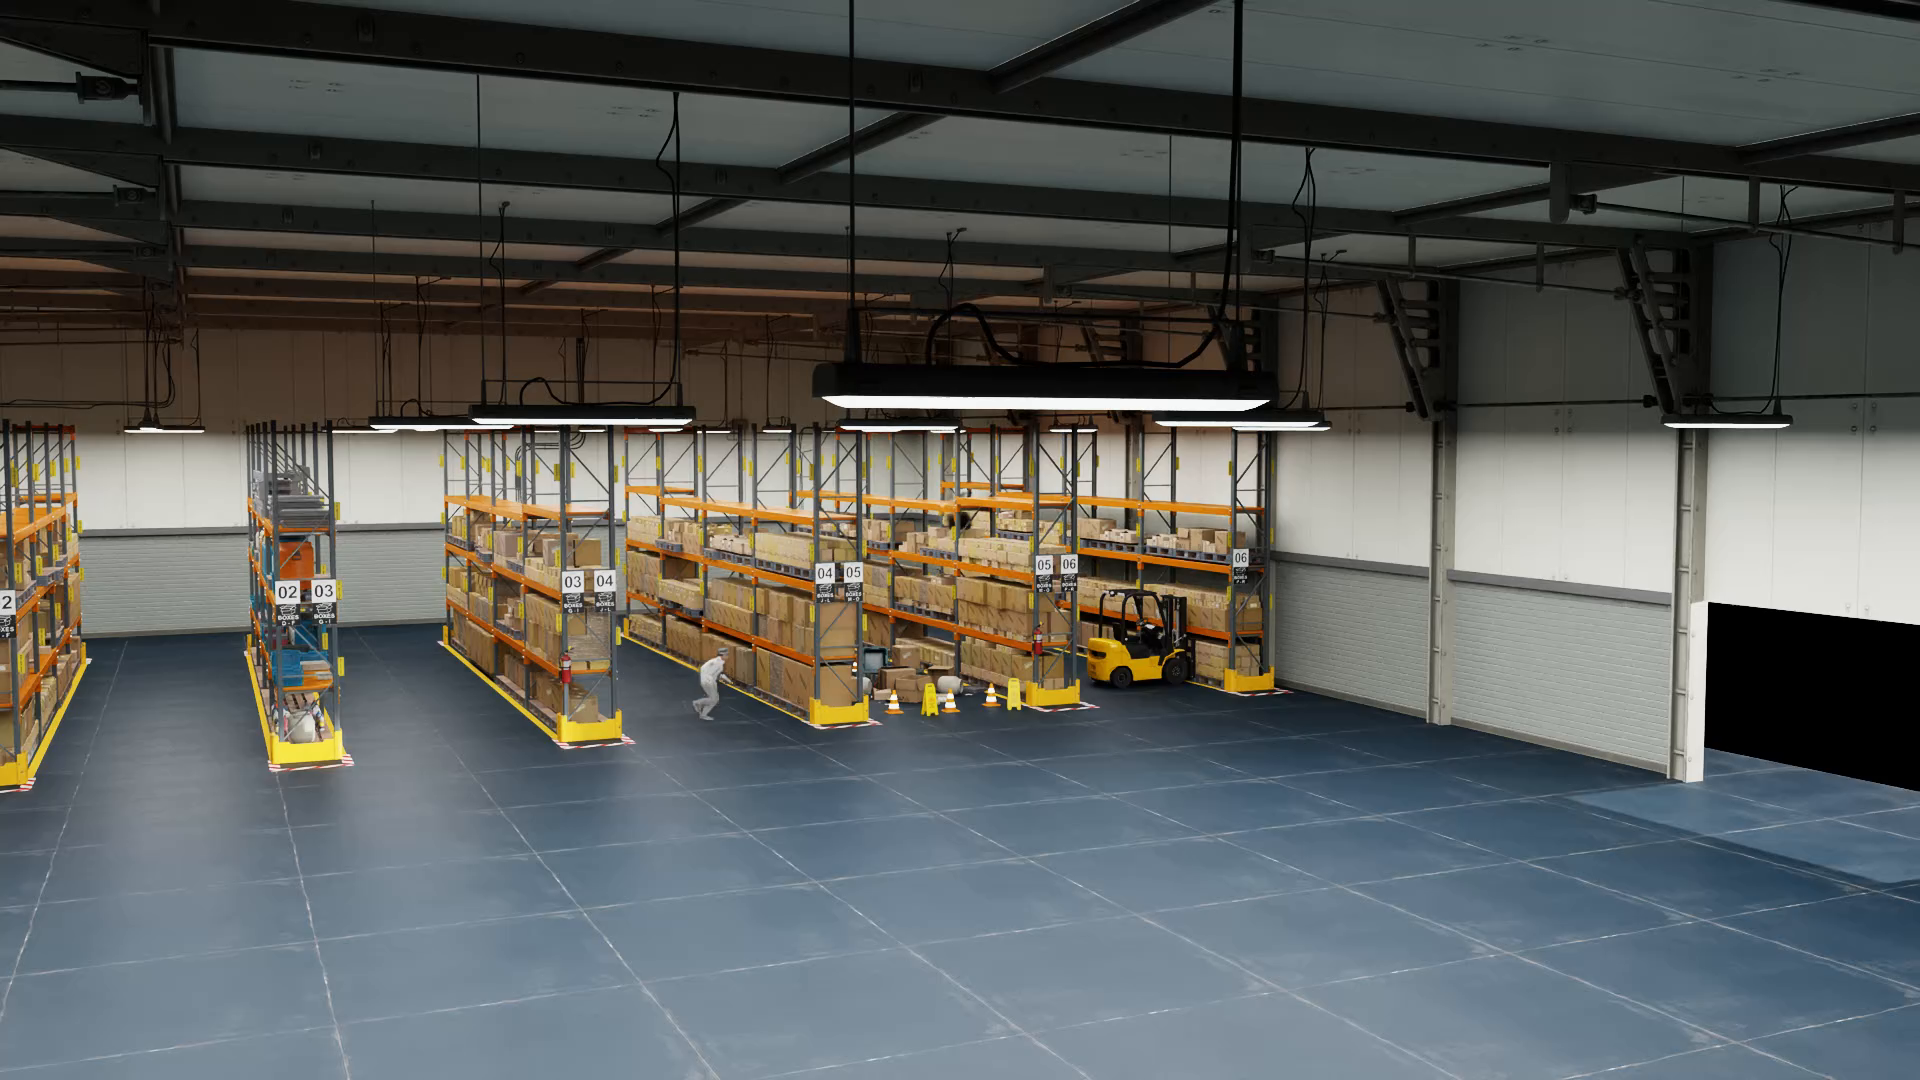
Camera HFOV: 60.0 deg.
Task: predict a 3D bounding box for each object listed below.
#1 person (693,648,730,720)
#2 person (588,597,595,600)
[{"bbox_3d":[-4.999,2.902,33.441,0.757,1.486,0.642,1,4,17],"label":"person"},{"bbox_3d":[-10.464,1.949,47.422,0.573,1.660,0.693,0,4,-2],"label":"person"}]
